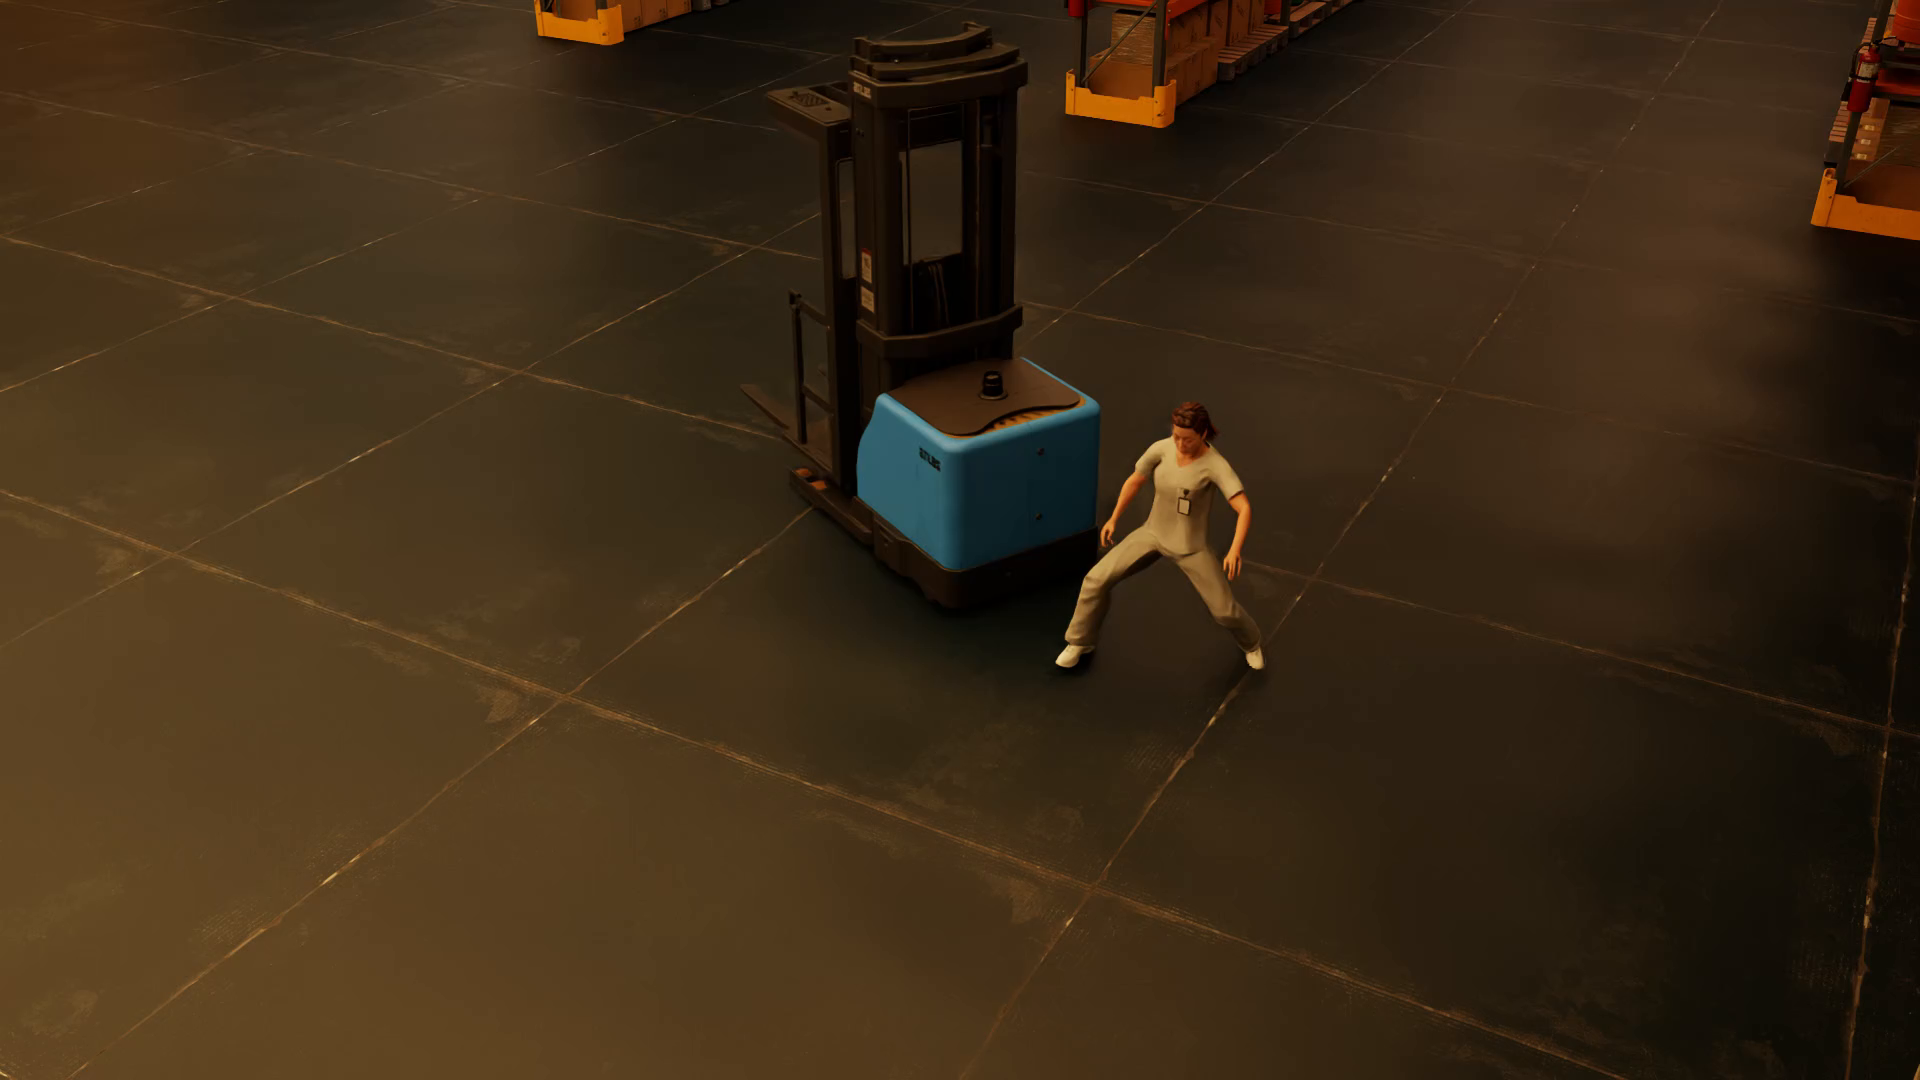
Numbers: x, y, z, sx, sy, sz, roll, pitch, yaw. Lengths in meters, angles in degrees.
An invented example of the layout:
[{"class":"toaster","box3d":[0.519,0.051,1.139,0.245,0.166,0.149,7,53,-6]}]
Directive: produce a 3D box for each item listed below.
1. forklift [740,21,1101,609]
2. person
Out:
[{"class":"forklift","box3d":[-0.419,-1.586,9.819,1.130,2.935,3.031,-18,34,-28]},{"class":"person","box3d":[1.101,0.012,8.520,0.925,1.531,0.894,19,35,30]}]
